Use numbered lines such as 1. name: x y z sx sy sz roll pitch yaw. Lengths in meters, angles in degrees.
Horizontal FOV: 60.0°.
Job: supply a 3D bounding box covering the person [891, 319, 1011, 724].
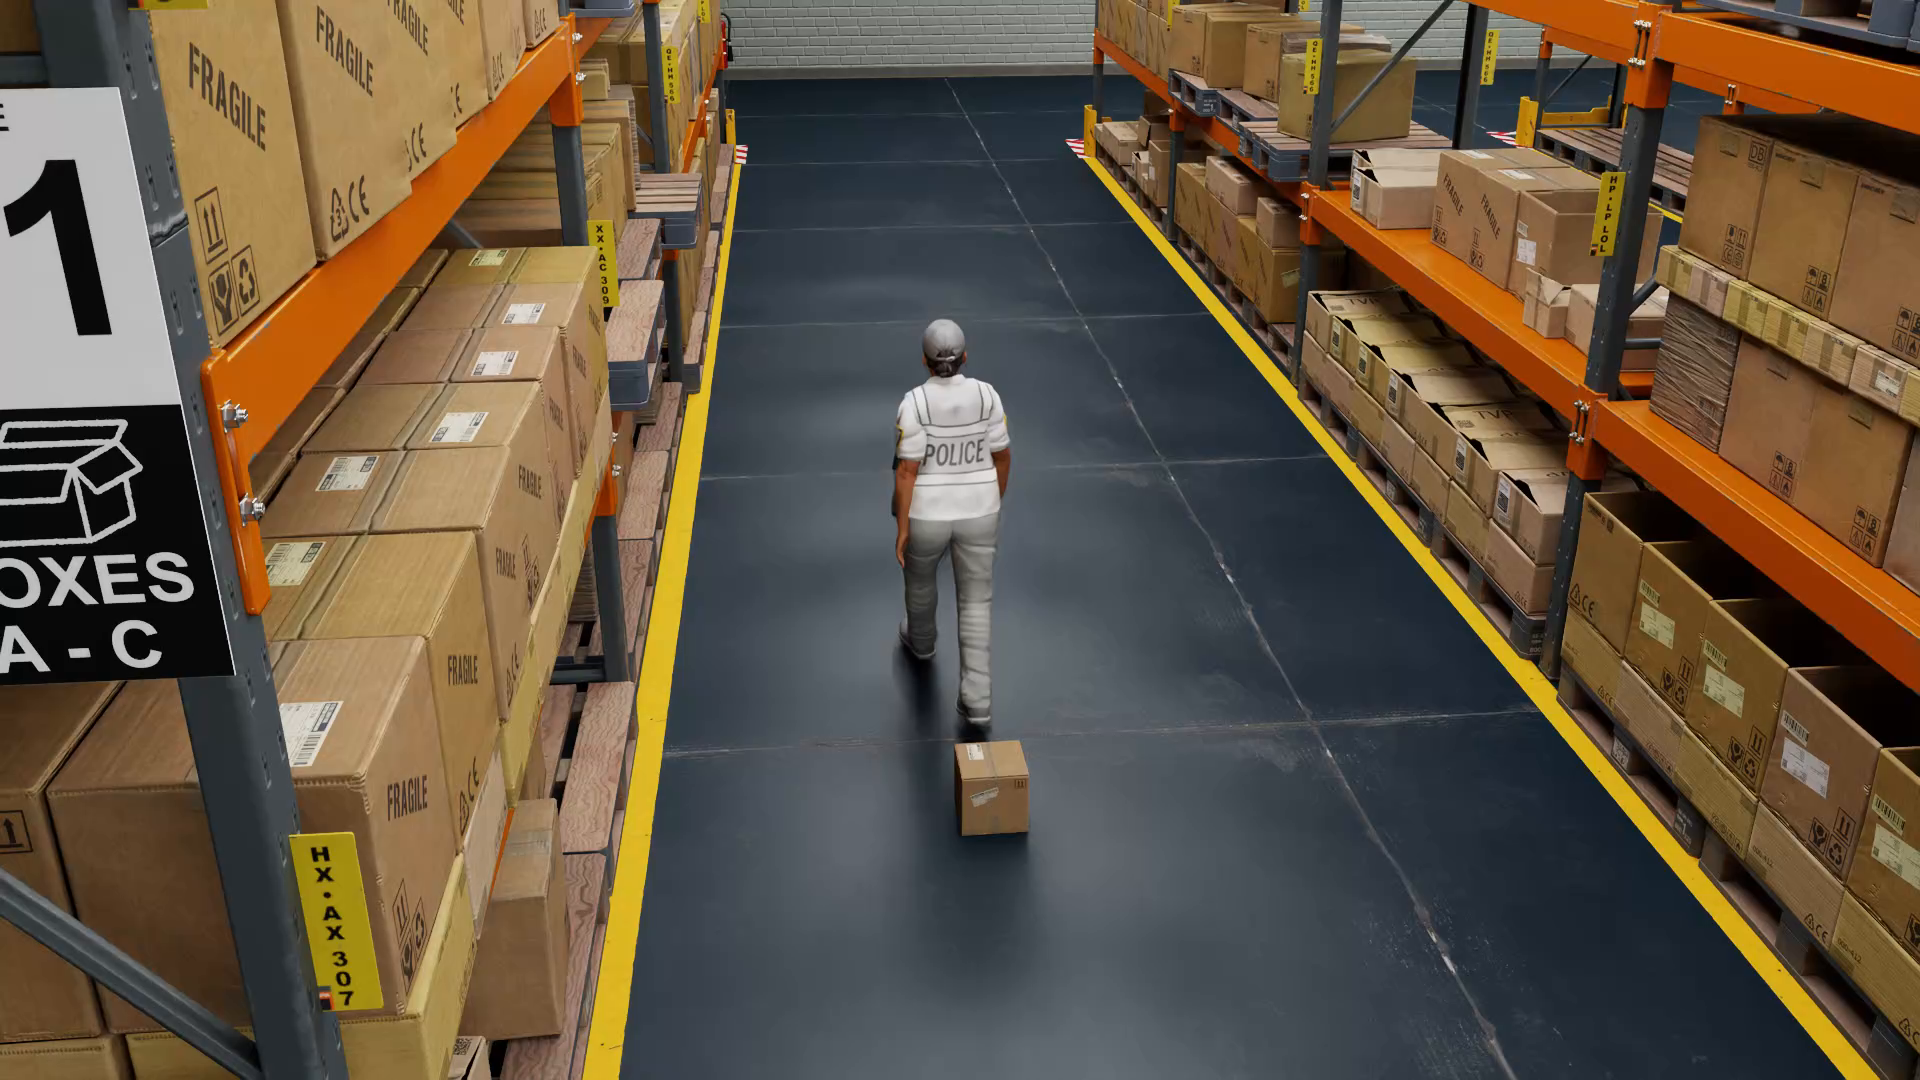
1. person: -0.034 -0.115 6.879 0.504 1.603 1.030 -3 24 -8
